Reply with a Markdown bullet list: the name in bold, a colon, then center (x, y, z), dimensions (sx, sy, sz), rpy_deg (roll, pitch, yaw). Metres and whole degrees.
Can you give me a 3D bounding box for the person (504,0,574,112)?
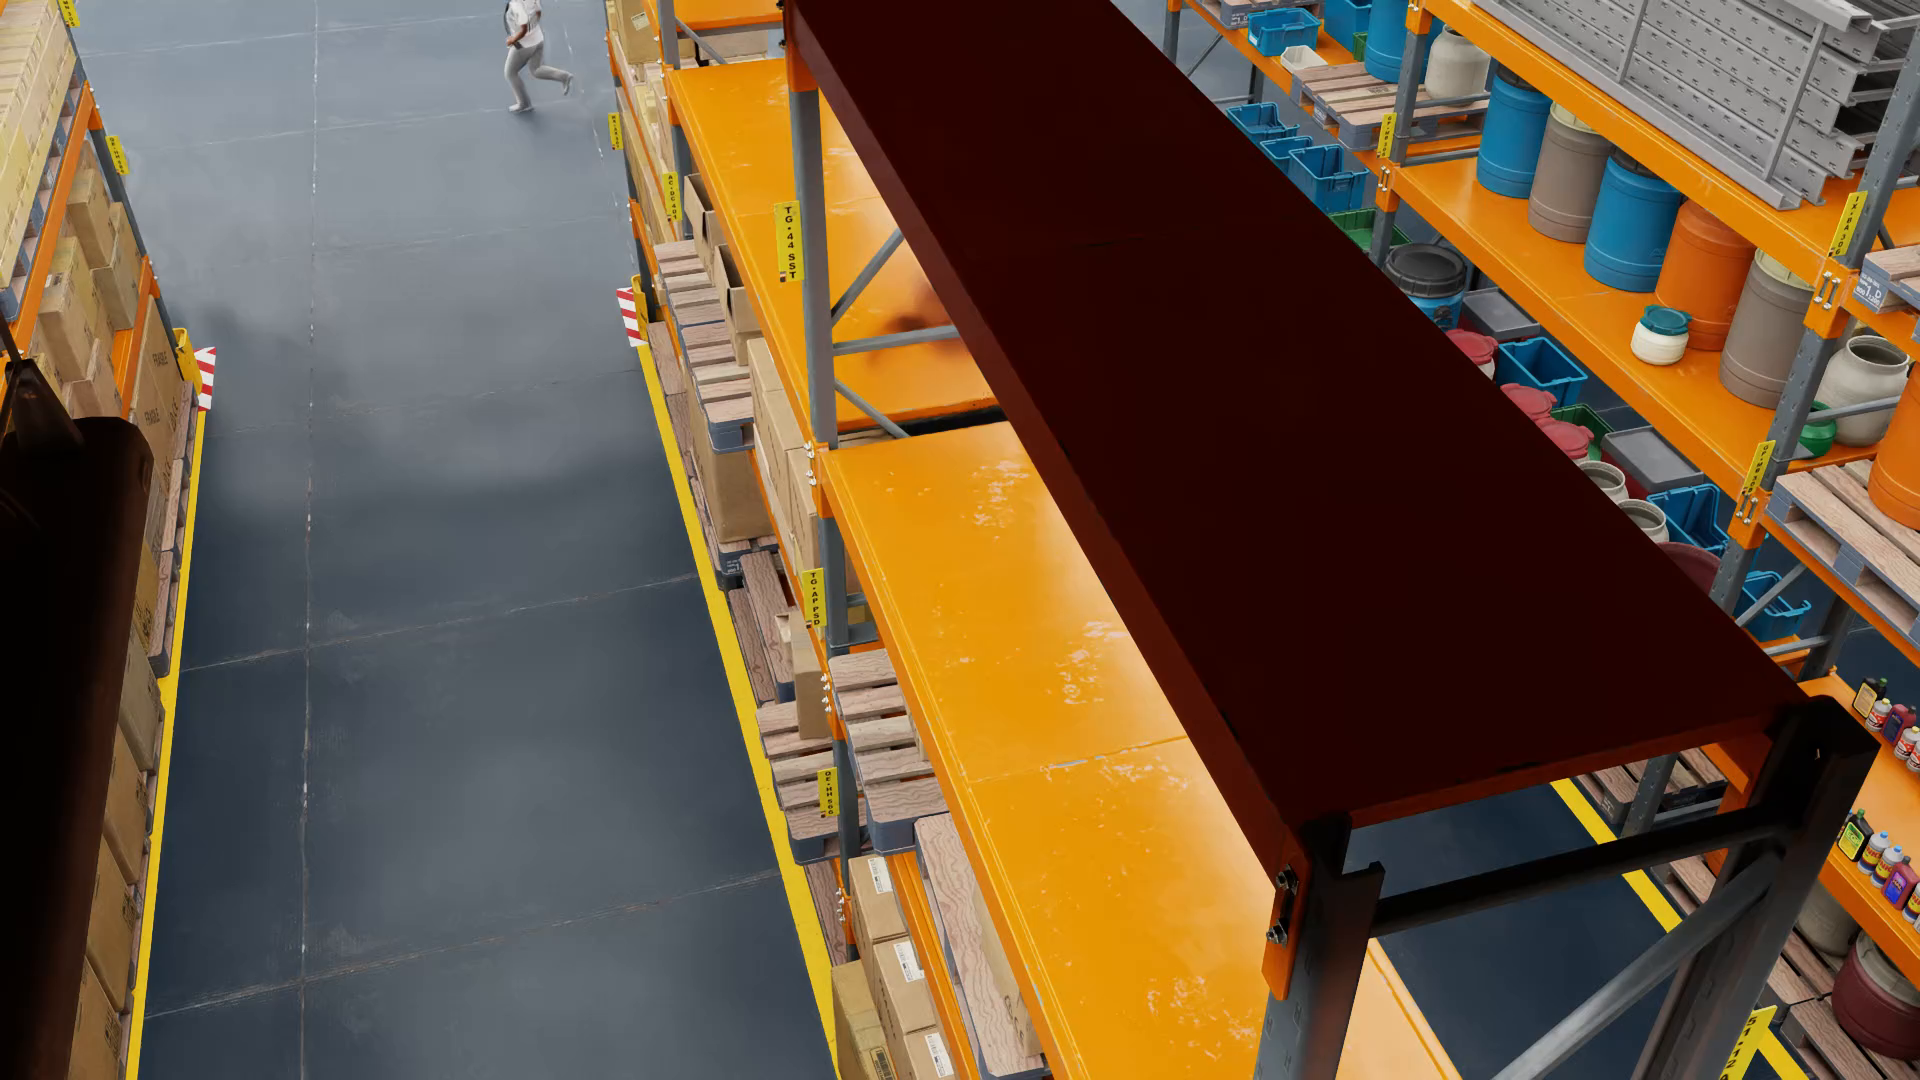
- **person**: center (-4.778, -5.529, 18.504), dimensions (0.803, 1.671, 0.572), rpy_deg (10, 40, 13)
